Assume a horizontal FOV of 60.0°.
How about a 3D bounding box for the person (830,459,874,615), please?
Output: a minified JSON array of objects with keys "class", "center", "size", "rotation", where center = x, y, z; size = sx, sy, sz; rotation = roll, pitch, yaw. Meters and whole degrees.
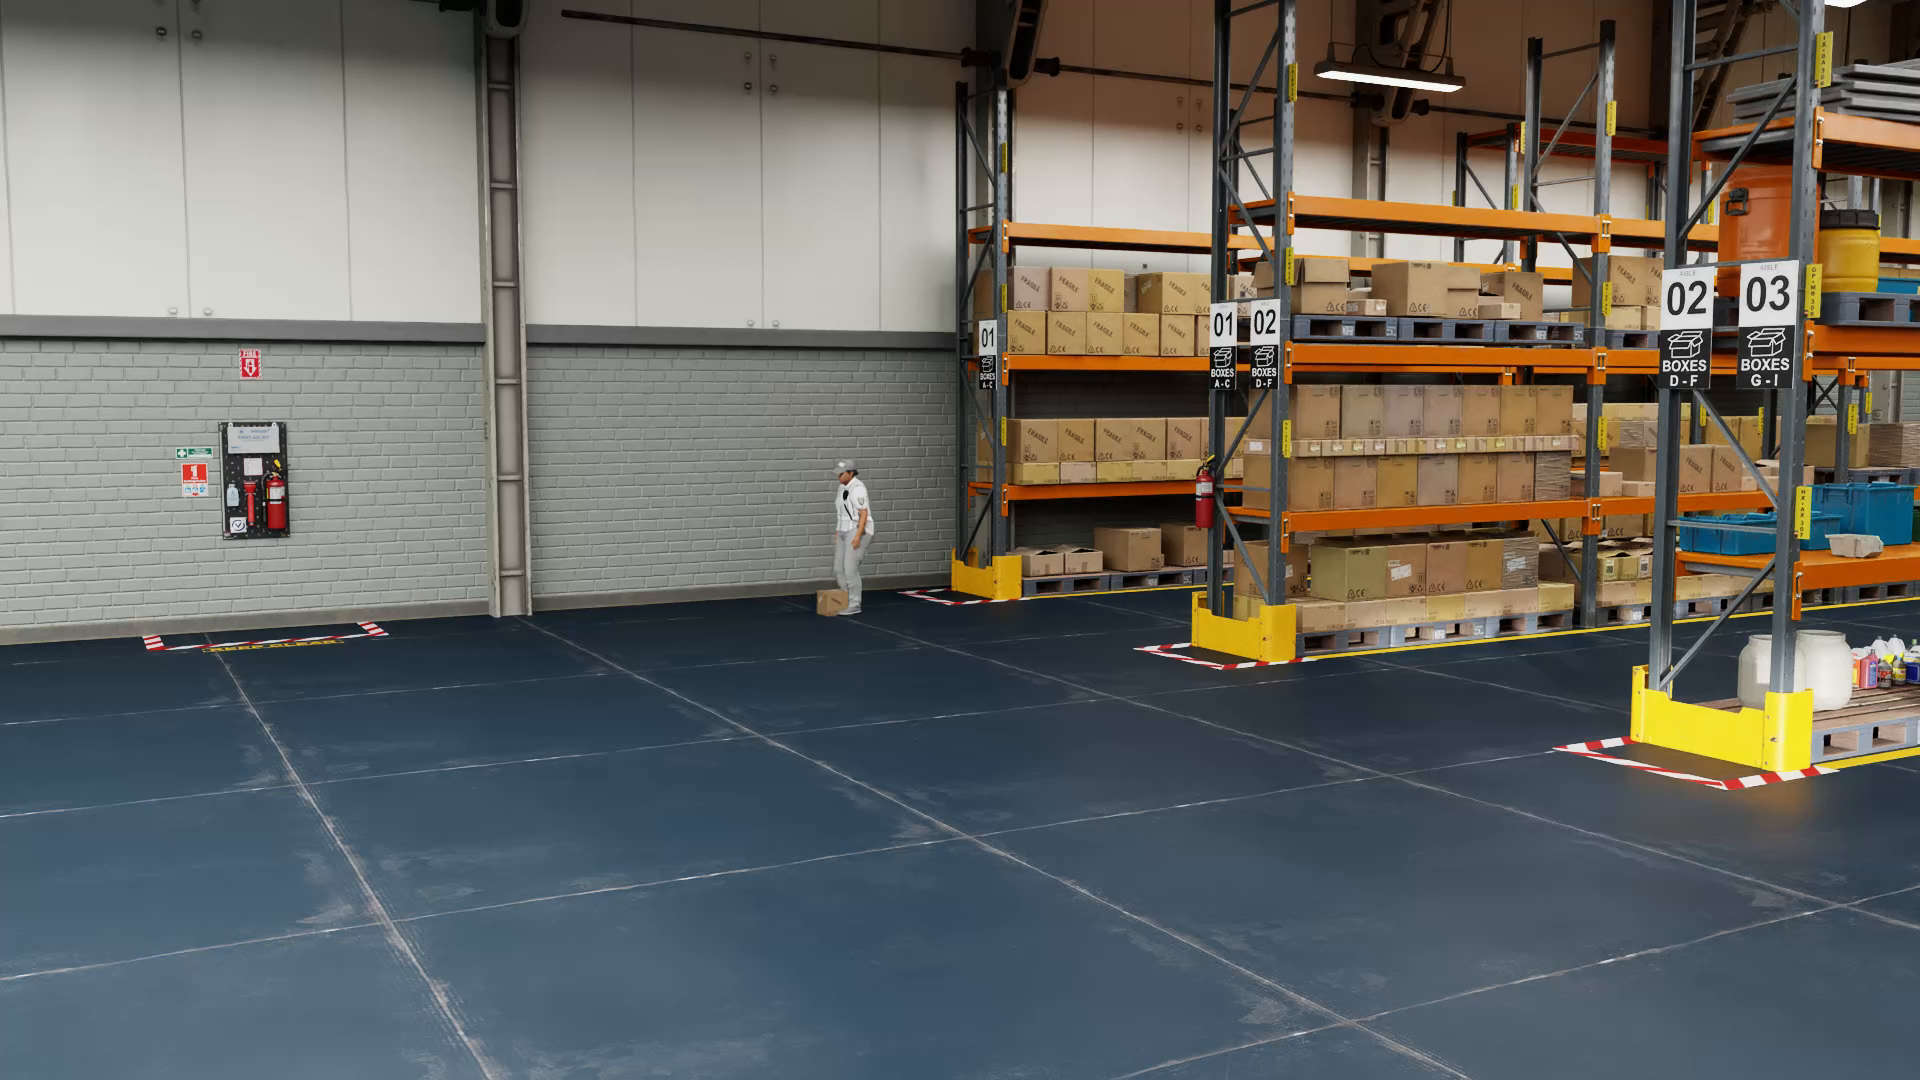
[{"class":"person","center":[-1.191,-0.042,17.932],"size":[0.461,1.666,0.538],"rotation":[-3,6,-31]}]
